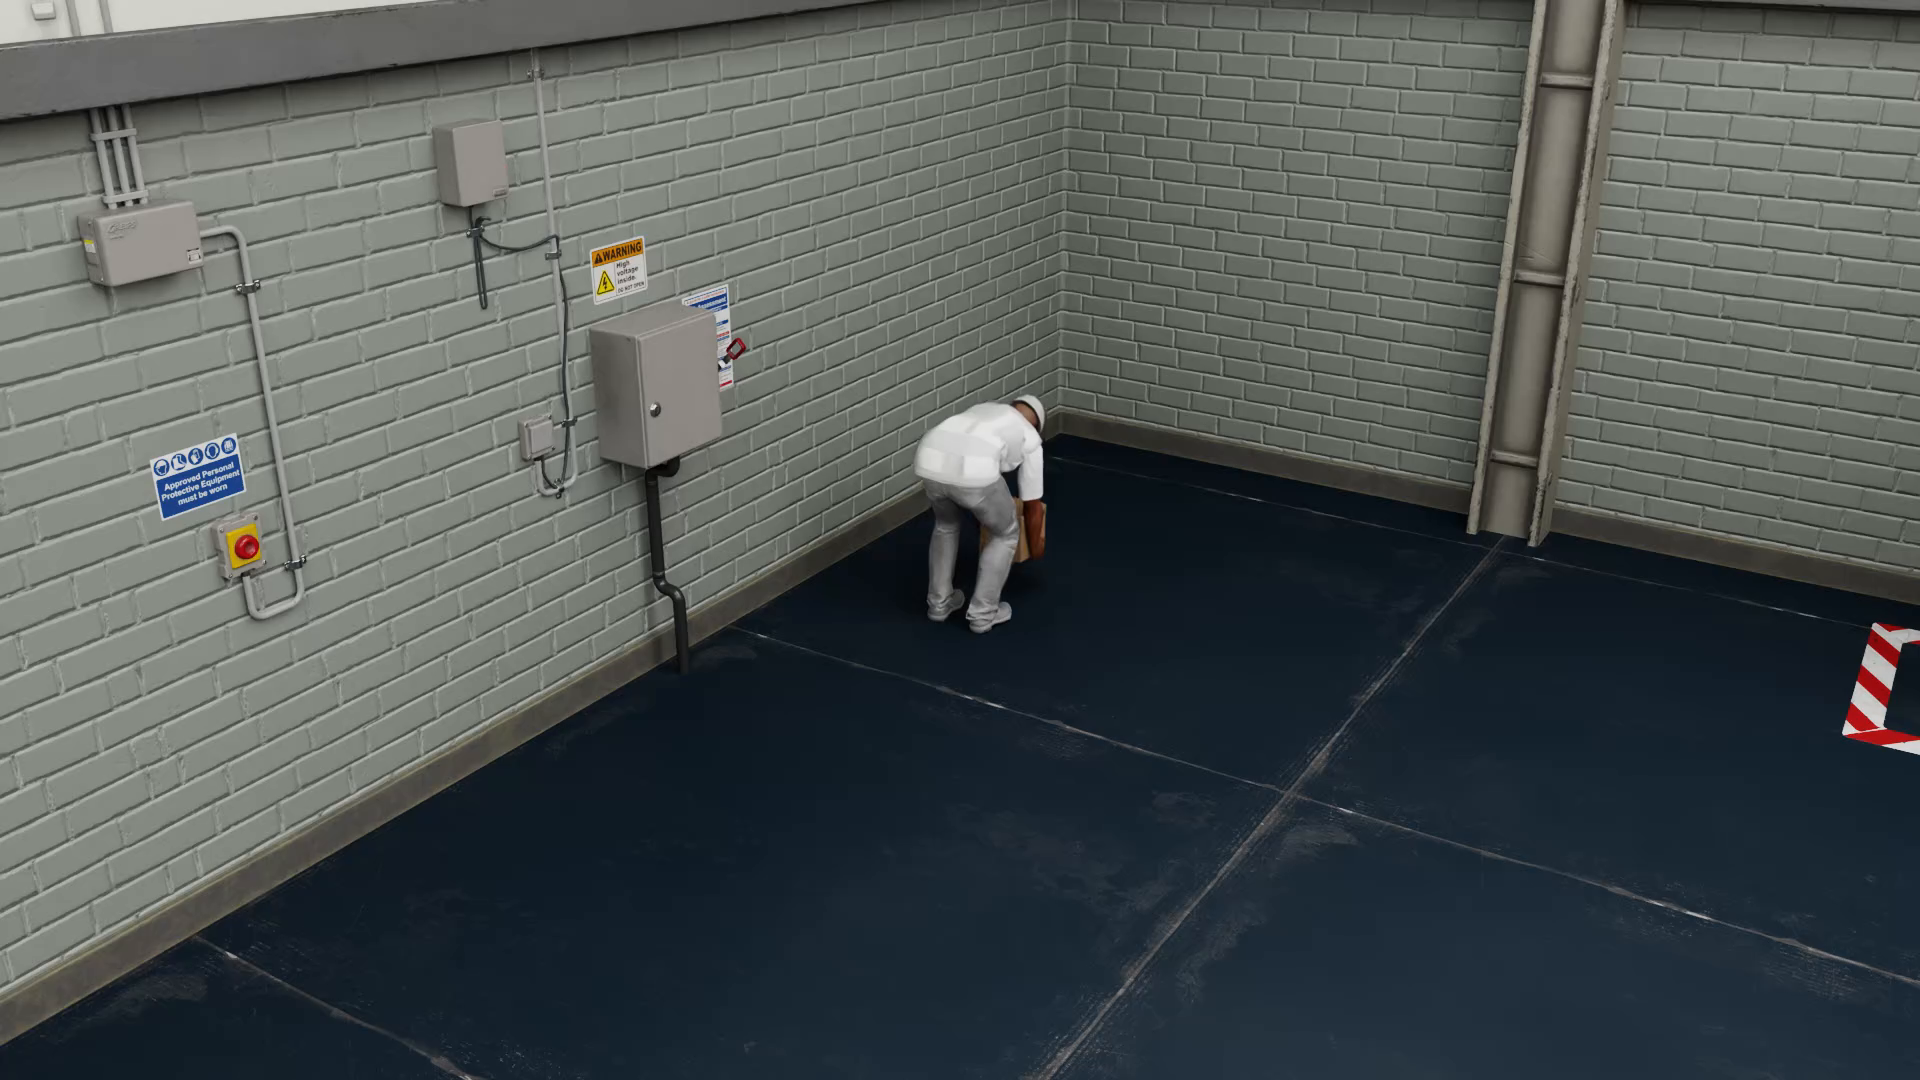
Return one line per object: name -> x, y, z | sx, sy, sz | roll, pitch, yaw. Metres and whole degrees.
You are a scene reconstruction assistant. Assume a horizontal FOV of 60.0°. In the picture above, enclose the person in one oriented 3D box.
person -> 0.142, -0.174, 8.368 | 0.482, 1.065, 0.982 | 12, 26, 27
